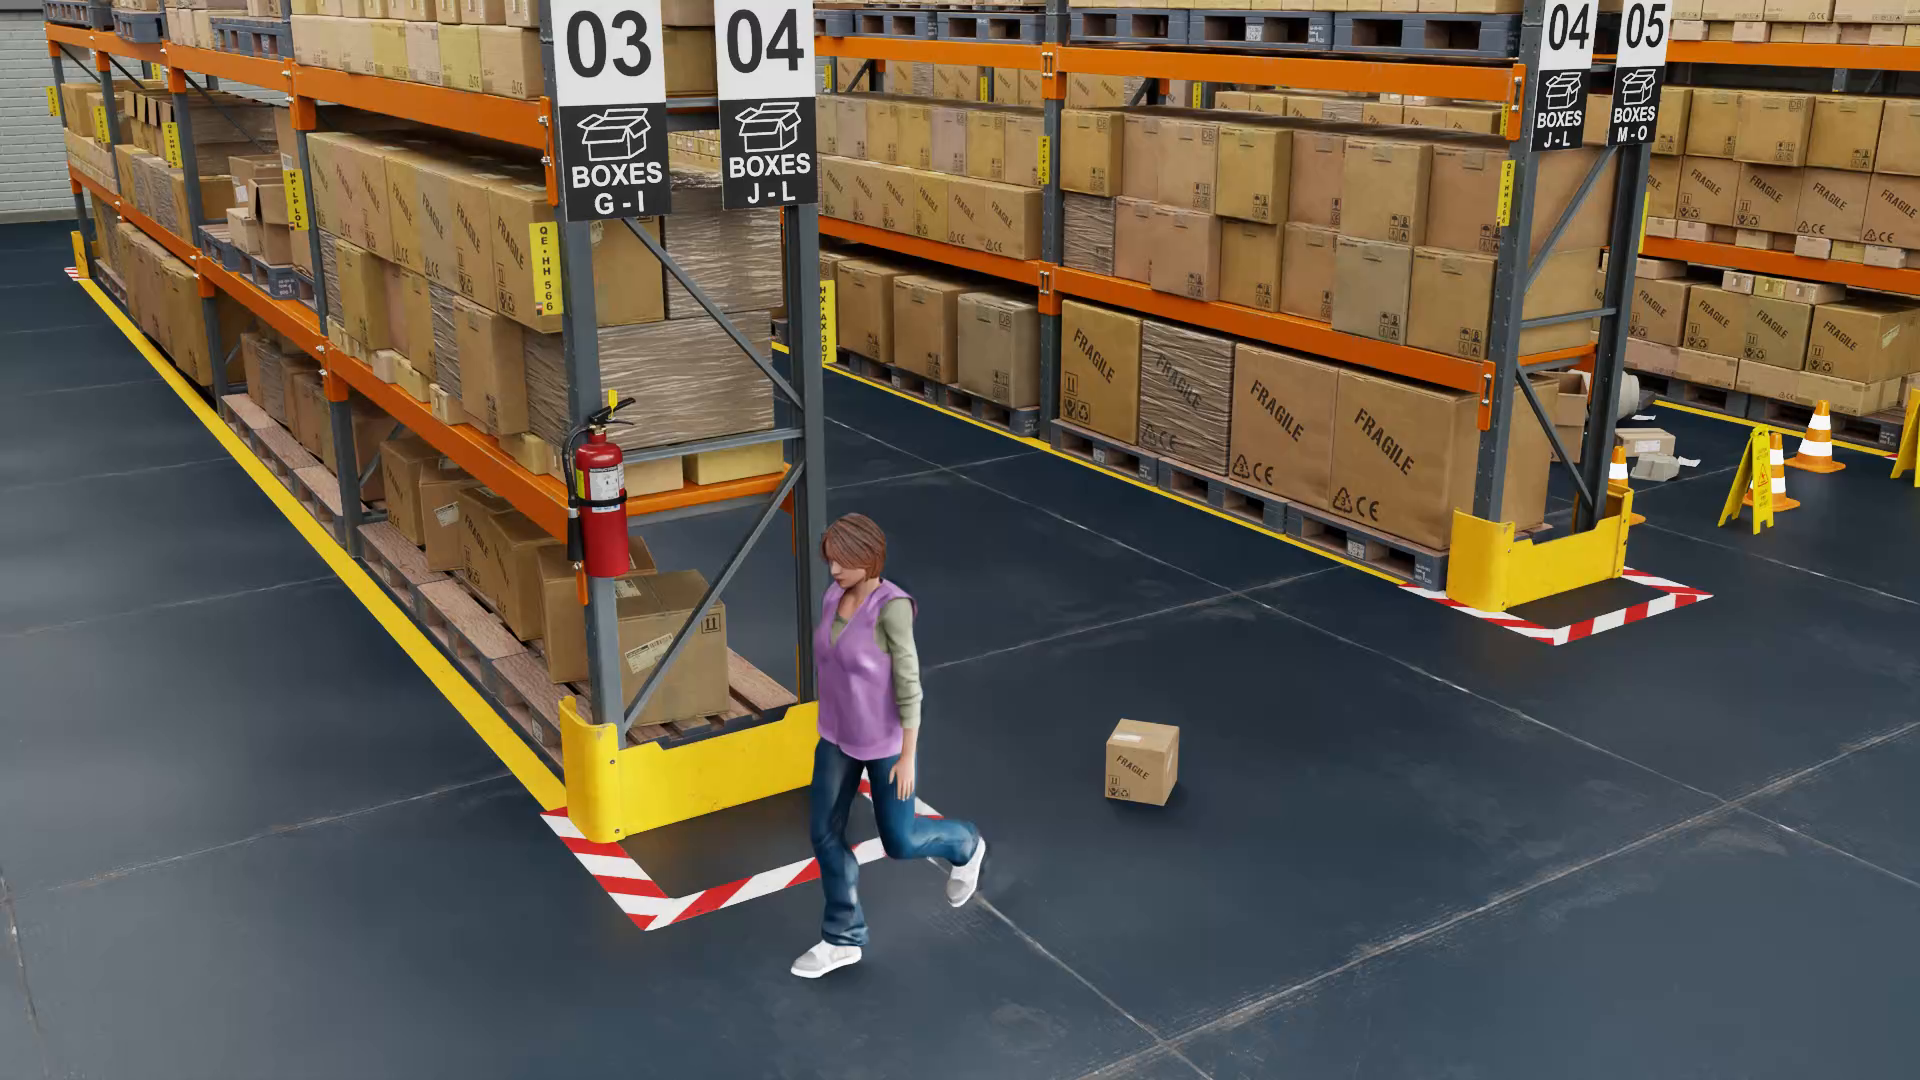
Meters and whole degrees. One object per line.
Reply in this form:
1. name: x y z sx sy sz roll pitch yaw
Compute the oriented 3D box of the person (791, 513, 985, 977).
1. person: -0.258 0.659 5.585 0.457 1.538 0.814 16 24 40
